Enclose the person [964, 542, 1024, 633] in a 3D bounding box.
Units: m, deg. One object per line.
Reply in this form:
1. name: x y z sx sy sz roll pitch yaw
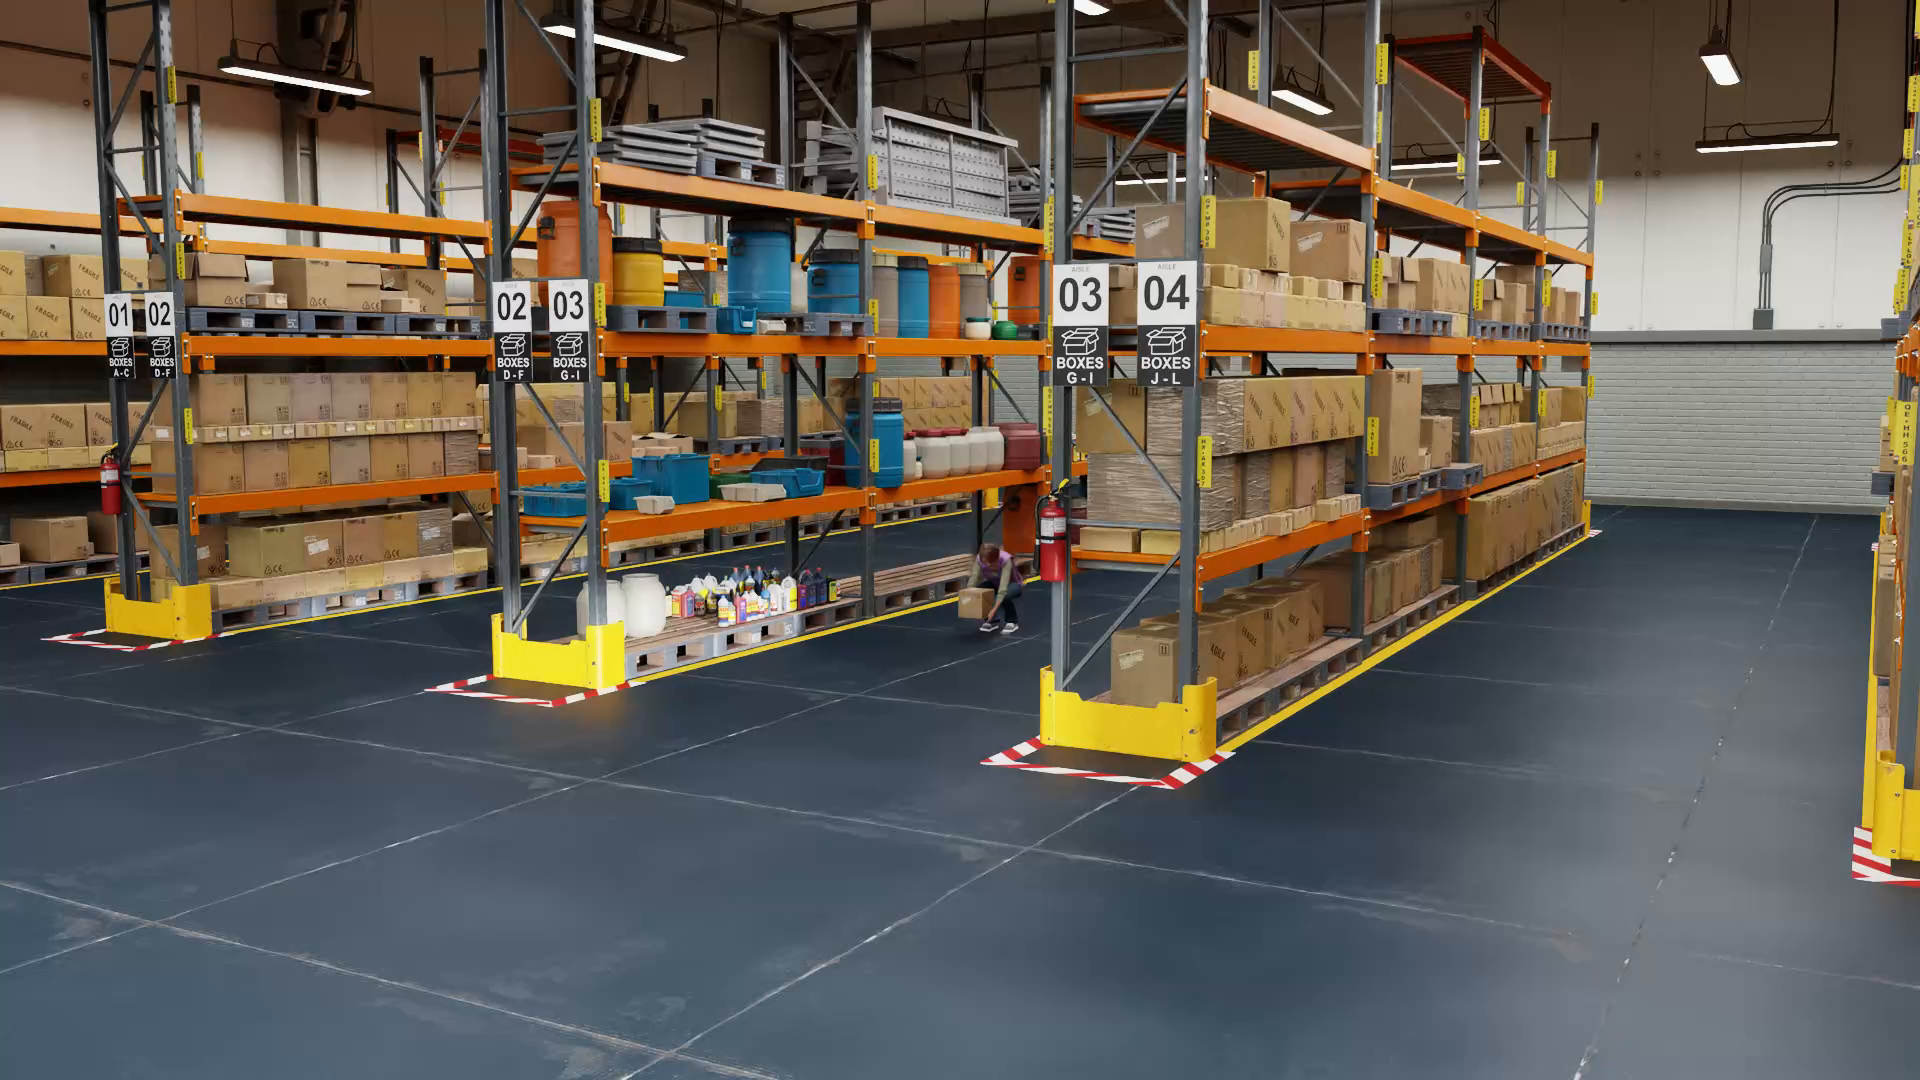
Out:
1. person: 0.342 0.440 15.785 0.438 0.894 0.811 3 7 28
